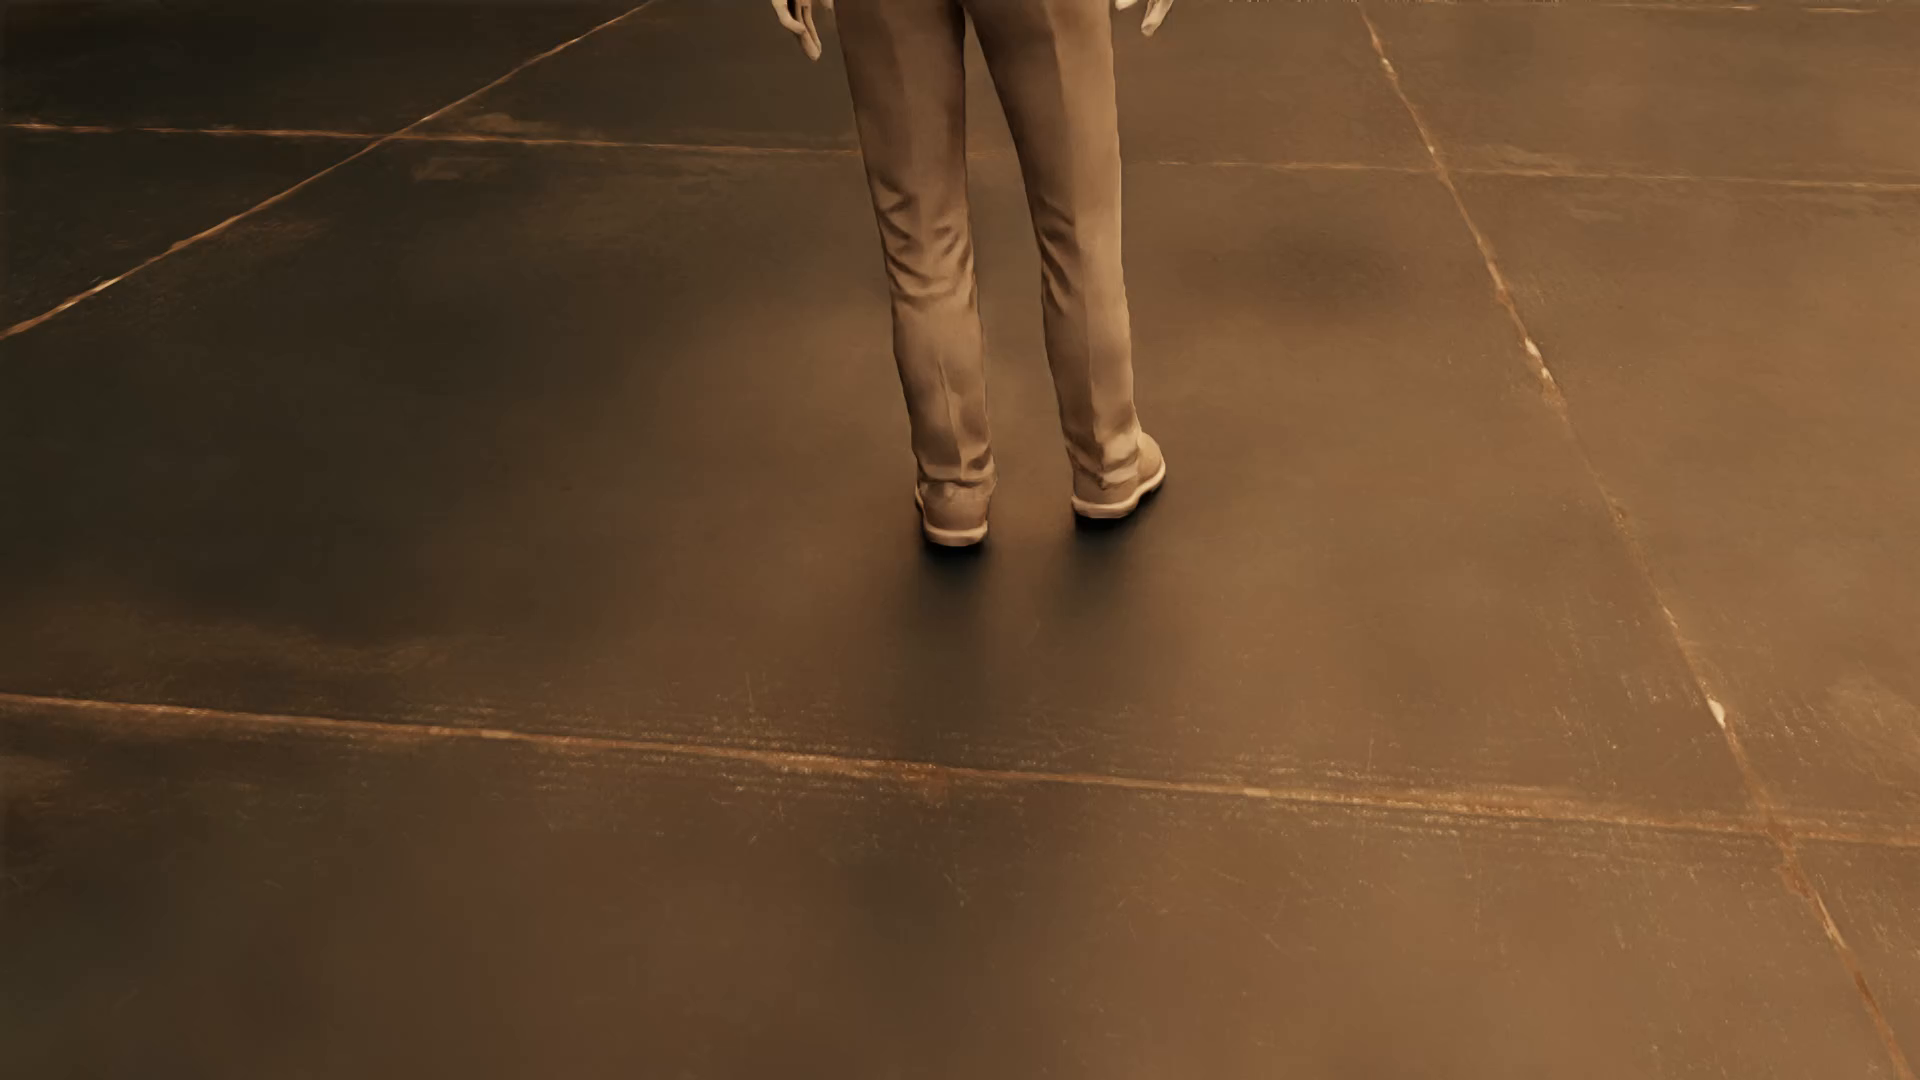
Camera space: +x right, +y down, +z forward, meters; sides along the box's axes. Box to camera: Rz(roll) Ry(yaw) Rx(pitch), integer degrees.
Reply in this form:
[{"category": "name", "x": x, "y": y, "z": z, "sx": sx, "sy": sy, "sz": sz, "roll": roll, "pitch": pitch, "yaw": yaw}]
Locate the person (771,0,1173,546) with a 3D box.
[{"category": "person", "x": 0.016, "y": -0.790, "z": 2.182, "sx": 0.586, "sy": 1.683, "sz": 0.529, "roll": 3, "pitch": 27, "yaw": 7}]
